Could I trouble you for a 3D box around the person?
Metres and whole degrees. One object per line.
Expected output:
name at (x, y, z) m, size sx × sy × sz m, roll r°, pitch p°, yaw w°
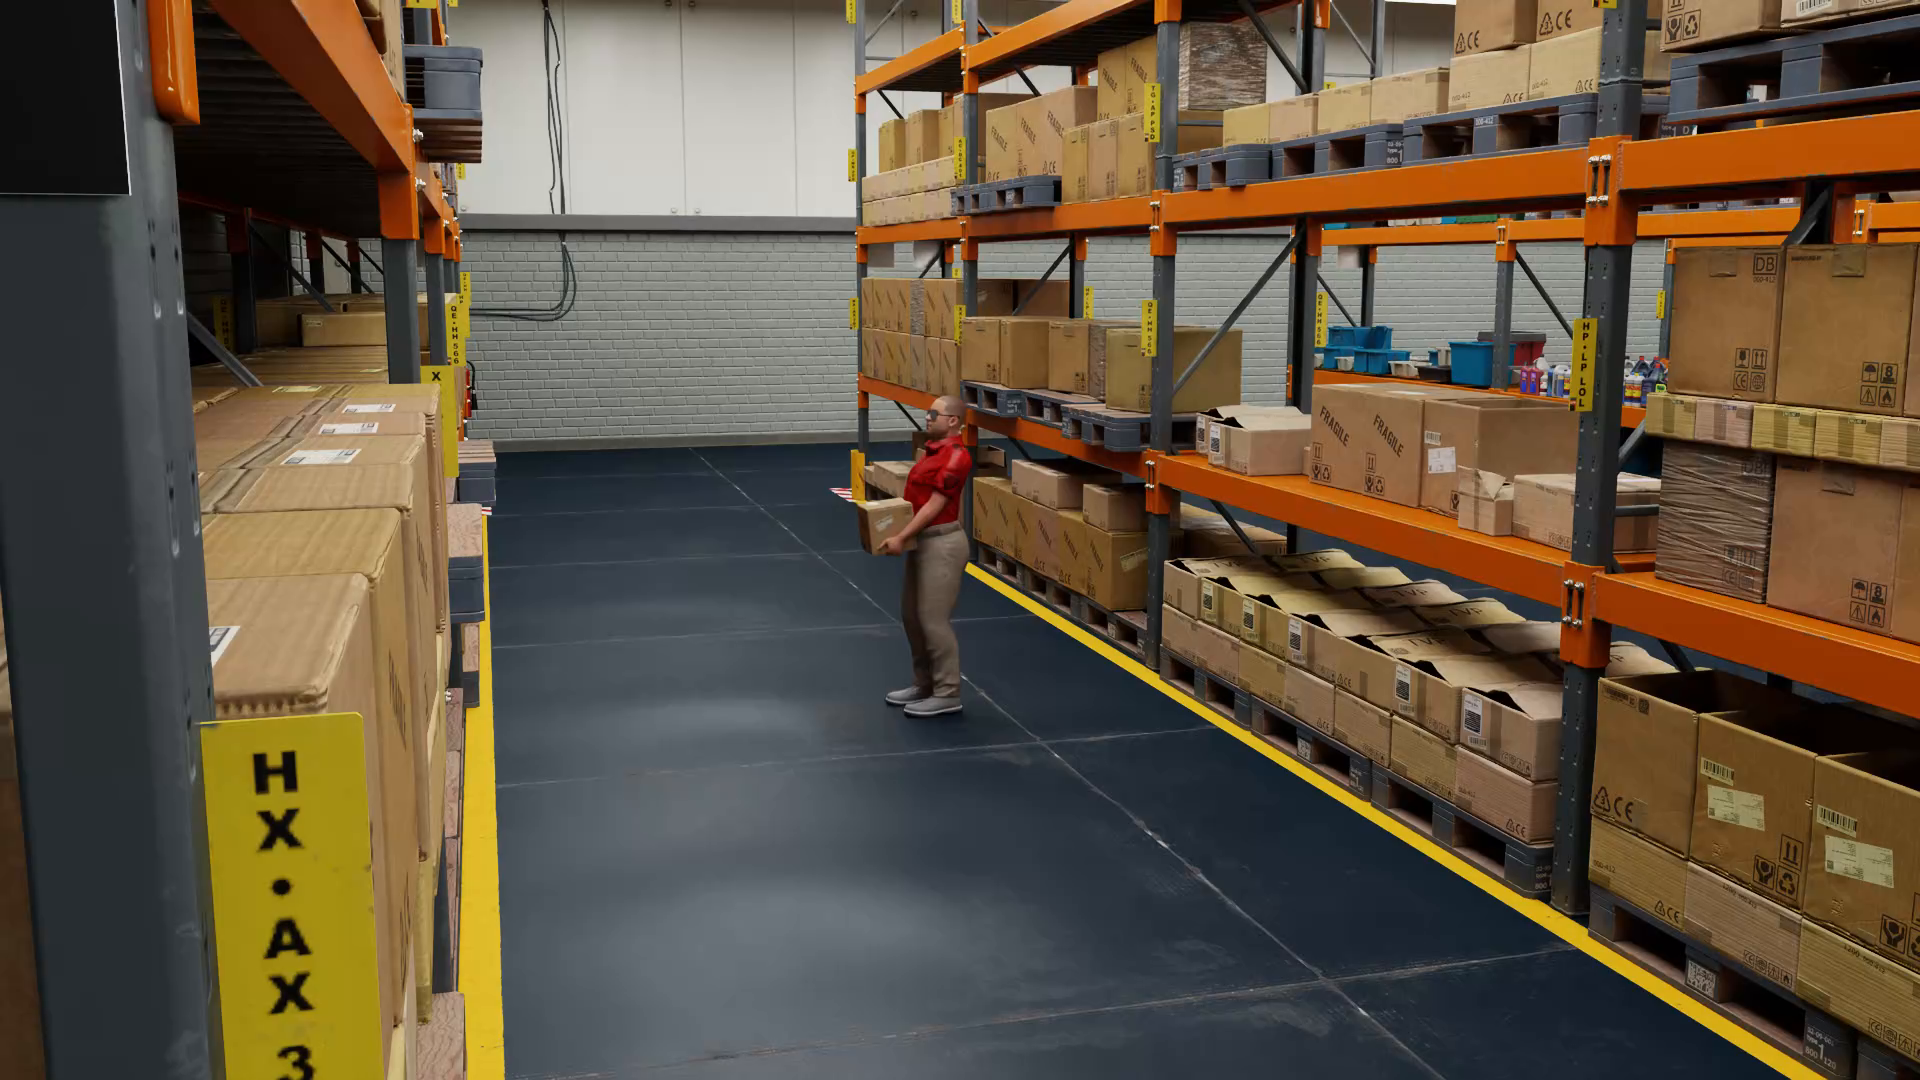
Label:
person at (-0.218, 0.078, 8.978) m, size 0.530 × 1.712 × 0.493 m, roll -3°, pitch 10°, yaw -16°
